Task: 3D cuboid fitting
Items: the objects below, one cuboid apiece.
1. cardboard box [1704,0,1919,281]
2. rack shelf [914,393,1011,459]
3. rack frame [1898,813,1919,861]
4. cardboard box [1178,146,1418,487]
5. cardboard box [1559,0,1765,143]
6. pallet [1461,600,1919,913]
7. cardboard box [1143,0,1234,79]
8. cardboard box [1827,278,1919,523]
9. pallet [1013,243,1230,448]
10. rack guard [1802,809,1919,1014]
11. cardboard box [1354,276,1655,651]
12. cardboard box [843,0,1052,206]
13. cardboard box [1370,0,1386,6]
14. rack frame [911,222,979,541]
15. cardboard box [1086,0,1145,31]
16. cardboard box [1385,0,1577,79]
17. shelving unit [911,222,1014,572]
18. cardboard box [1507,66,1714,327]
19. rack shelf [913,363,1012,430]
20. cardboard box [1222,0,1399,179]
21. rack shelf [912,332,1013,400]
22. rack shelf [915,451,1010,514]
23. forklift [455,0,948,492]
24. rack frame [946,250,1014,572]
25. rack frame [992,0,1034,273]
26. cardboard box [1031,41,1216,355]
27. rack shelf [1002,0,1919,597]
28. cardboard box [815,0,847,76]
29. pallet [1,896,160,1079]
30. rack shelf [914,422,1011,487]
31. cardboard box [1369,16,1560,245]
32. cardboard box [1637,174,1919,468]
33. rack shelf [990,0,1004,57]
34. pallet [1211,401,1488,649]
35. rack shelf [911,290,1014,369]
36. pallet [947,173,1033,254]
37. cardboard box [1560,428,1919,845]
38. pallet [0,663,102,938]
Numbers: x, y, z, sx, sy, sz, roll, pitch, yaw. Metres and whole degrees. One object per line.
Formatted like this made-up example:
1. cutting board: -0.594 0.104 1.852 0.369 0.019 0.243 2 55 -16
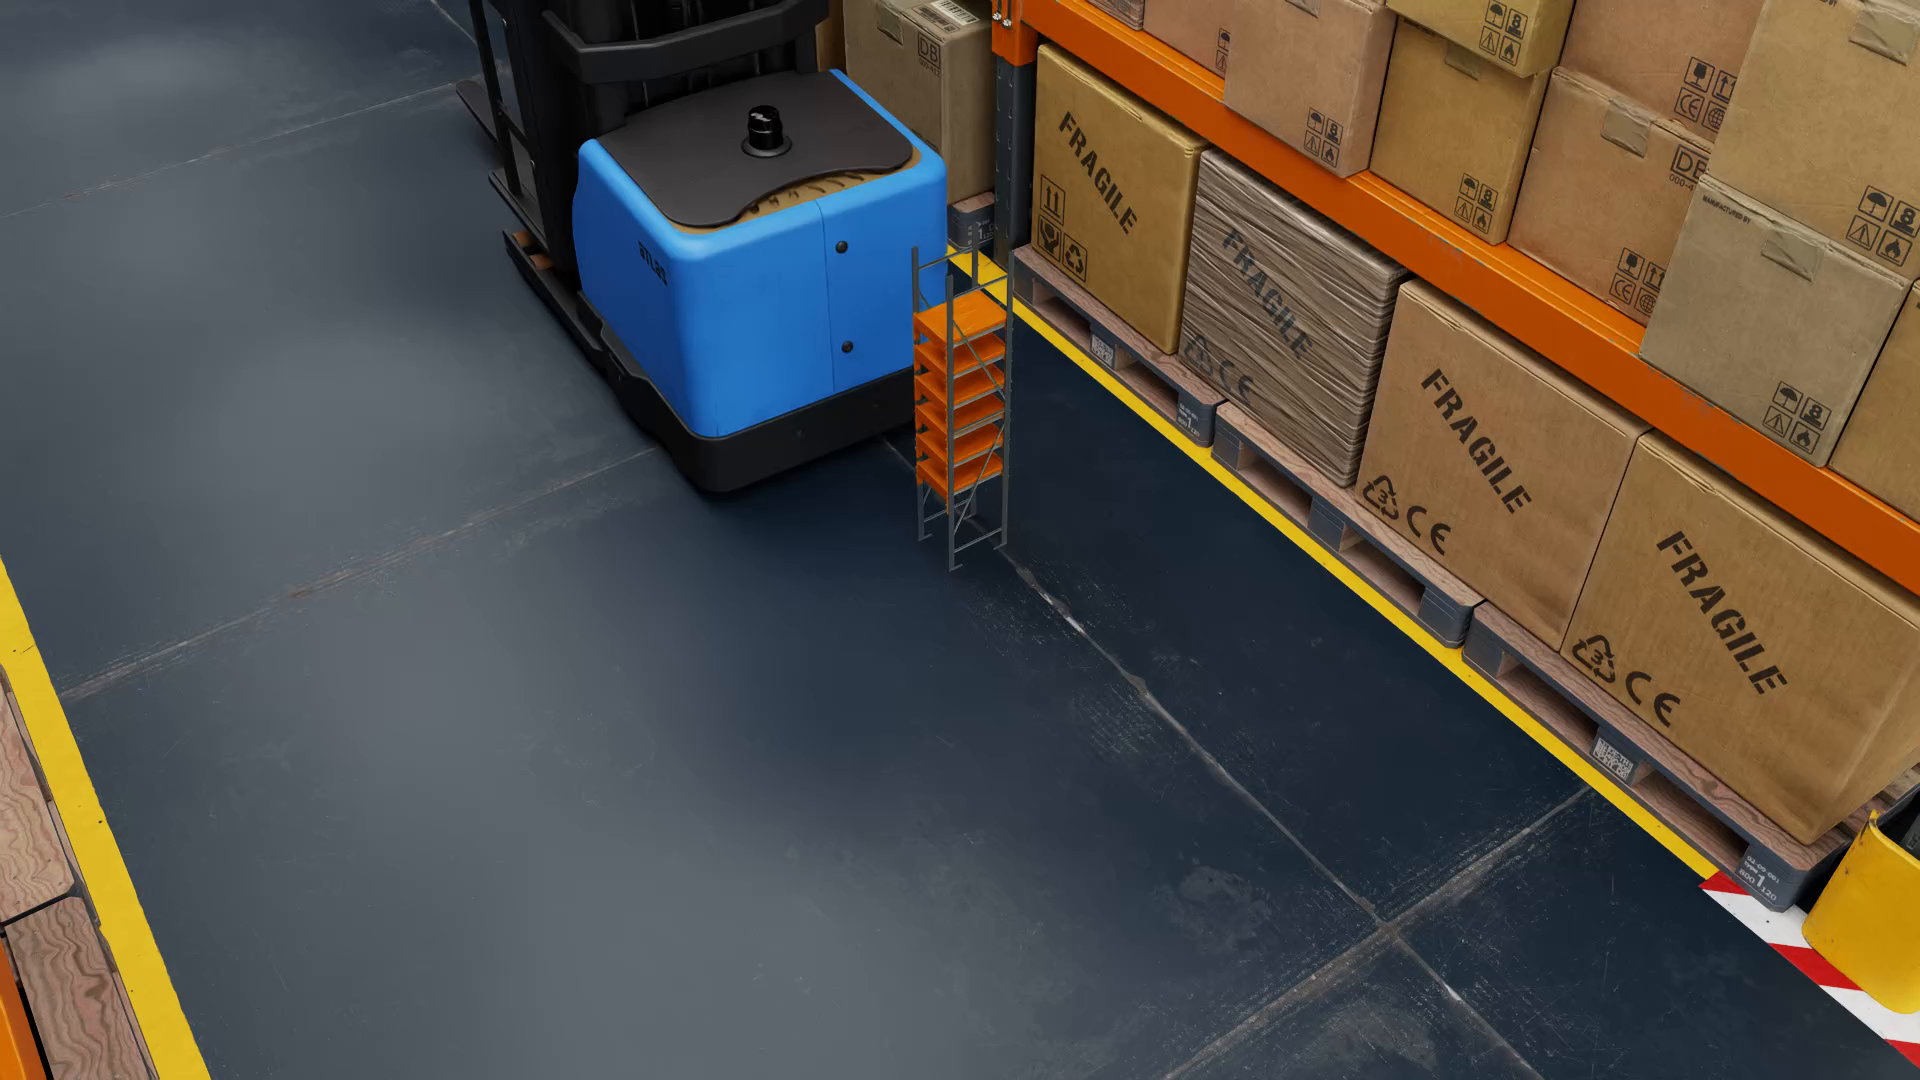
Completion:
1. cardboard box: 2.300 -1.092 3.831 0.875 0.550 0.550 -26 49 -24
2. rack shelf: 0.008 -0.394 5.358 0.258 0.103 0.180 -26 49 -24
3. rack frame: 2.871 -0.146 3.731 1.000 3.000 0.127 -26 49 -24
4. cardboard box: 1.404 -0.902 5.757 0.875 0.875 0.875 -25 49 -24
5. cardboard box: 2.091 -1.462 4.219 0.875 0.550 0.550 -26 49 -24
6. pallet: 2.349 0.440 5.136 1.003 0.211 1.213 -26 49 -24
7. cardboard box: 1.136 -1.959 5.521 0.875 0.550 0.550 -26 49 -24
8. cardboard box: 2.621 -0.393 3.881 0.875 0.550 0.550 -26 49 -24
9. pallet: 0.953 -0.942 6.583 1.003 0.211 1.213 -26 49 -24
10. rack guard: 2.884 0.771 4.580 1.175 0.500 0.348 -26 49 -24
11. cardboard box: 1.923 -0.385 5.216 0.875 0.875 0.875 -26 50 -25
12. cardboard box: 0.153 -2.066 7.067 1.050 0.750 0.750 -26 49 -25
13. cardboard box: 1.371 -2.008 4.791 0.875 0.550 0.550 -26 49 -24
14. rack frame: -0.044 -0.478 5.381 0.240 1.200 0.006 -26 49 -24
15. cardboard box: 0.803 -2.262 5.838 0.875 0.550 0.550 -26 49 -24
16. cardboard box: 1.681 -1.711 4.480 0.875 0.550 0.500 -26 49 -24
17. shelving unit: 0.008 -0.426 5.327 0.258 1.200 0.189 -26 49 -24
18. cardboard box: 2.071 -1.062 4.582 0.875 0.550 0.550 -26 49 -24
19. rack shelf: 0.008 -0.480 5.275 0.258 0.103 0.180 -26 49 -24
20. cardboard box: 1.349 -1.607 5.152 0.875 0.550 0.550 -26 49 -24
21. rack shelf: 0.008 -0.567 5.192 0.258 0.103 0.180 -26 49 -24
22. rack shelf: 0.008 -0.220 5.524 0.258 0.103 0.180 -26 49 -24
23. forklift: -1.230 -2.226 5.959 1.130 2.935 3.031 -23 48 -22
24. rack frame: 0.061 -0.374 5.273 0.240 1.200 0.006 -26 49 -24
25. rack frame: 0.582 -2.412 6.104 1.000 3.000 0.127 -26 49 -24
26. cardboard box: 0.885 -1.411 6.291 0.875 0.875 0.875 -25 49 -24
27. rack shelf: 1.726 -1.019 5.166 1.077 0.370 4.000 -26 49 -24
28. cardboard box: -0.395 -2.614 7.641 1.050 0.750 0.750 -26 49 -24
29. pallet: -2.428 1.557 3.966 1.003 0.211 1.213 -26 49 -24
30. rack shelf: 0.008 -0.307 5.441 0.258 0.103 0.180 -26 49 -24
31. cardboard box: 1.734 -1.346 4.879 0.875 0.550 0.500 -26 49 -24
32. cardboard box: 2.289 -0.696 4.198 0.875 0.550 0.550 -26 49 -24
33. rack shelf: -0.562 -3.284 7.539 1.077 0.370 4.000 -26 49 -24
34. pallet: 1.655 -0.250 5.859 1.003 0.211 1.213 -26 49 -24
35. rack shelf: 0.008 -0.654 5.109 0.258 0.103 0.180 -26 49 -24
36. pallet: 0.079 -1.810 7.493 1.003 0.211 1.213 -26 49 -24
37. cardboard box: 2.428 0.112 4.695 0.875 0.875 0.875 -25 49 -24
38. pallet: -3.130 0.865 4.691 1.003 0.211 1.213 -26 49 -24
